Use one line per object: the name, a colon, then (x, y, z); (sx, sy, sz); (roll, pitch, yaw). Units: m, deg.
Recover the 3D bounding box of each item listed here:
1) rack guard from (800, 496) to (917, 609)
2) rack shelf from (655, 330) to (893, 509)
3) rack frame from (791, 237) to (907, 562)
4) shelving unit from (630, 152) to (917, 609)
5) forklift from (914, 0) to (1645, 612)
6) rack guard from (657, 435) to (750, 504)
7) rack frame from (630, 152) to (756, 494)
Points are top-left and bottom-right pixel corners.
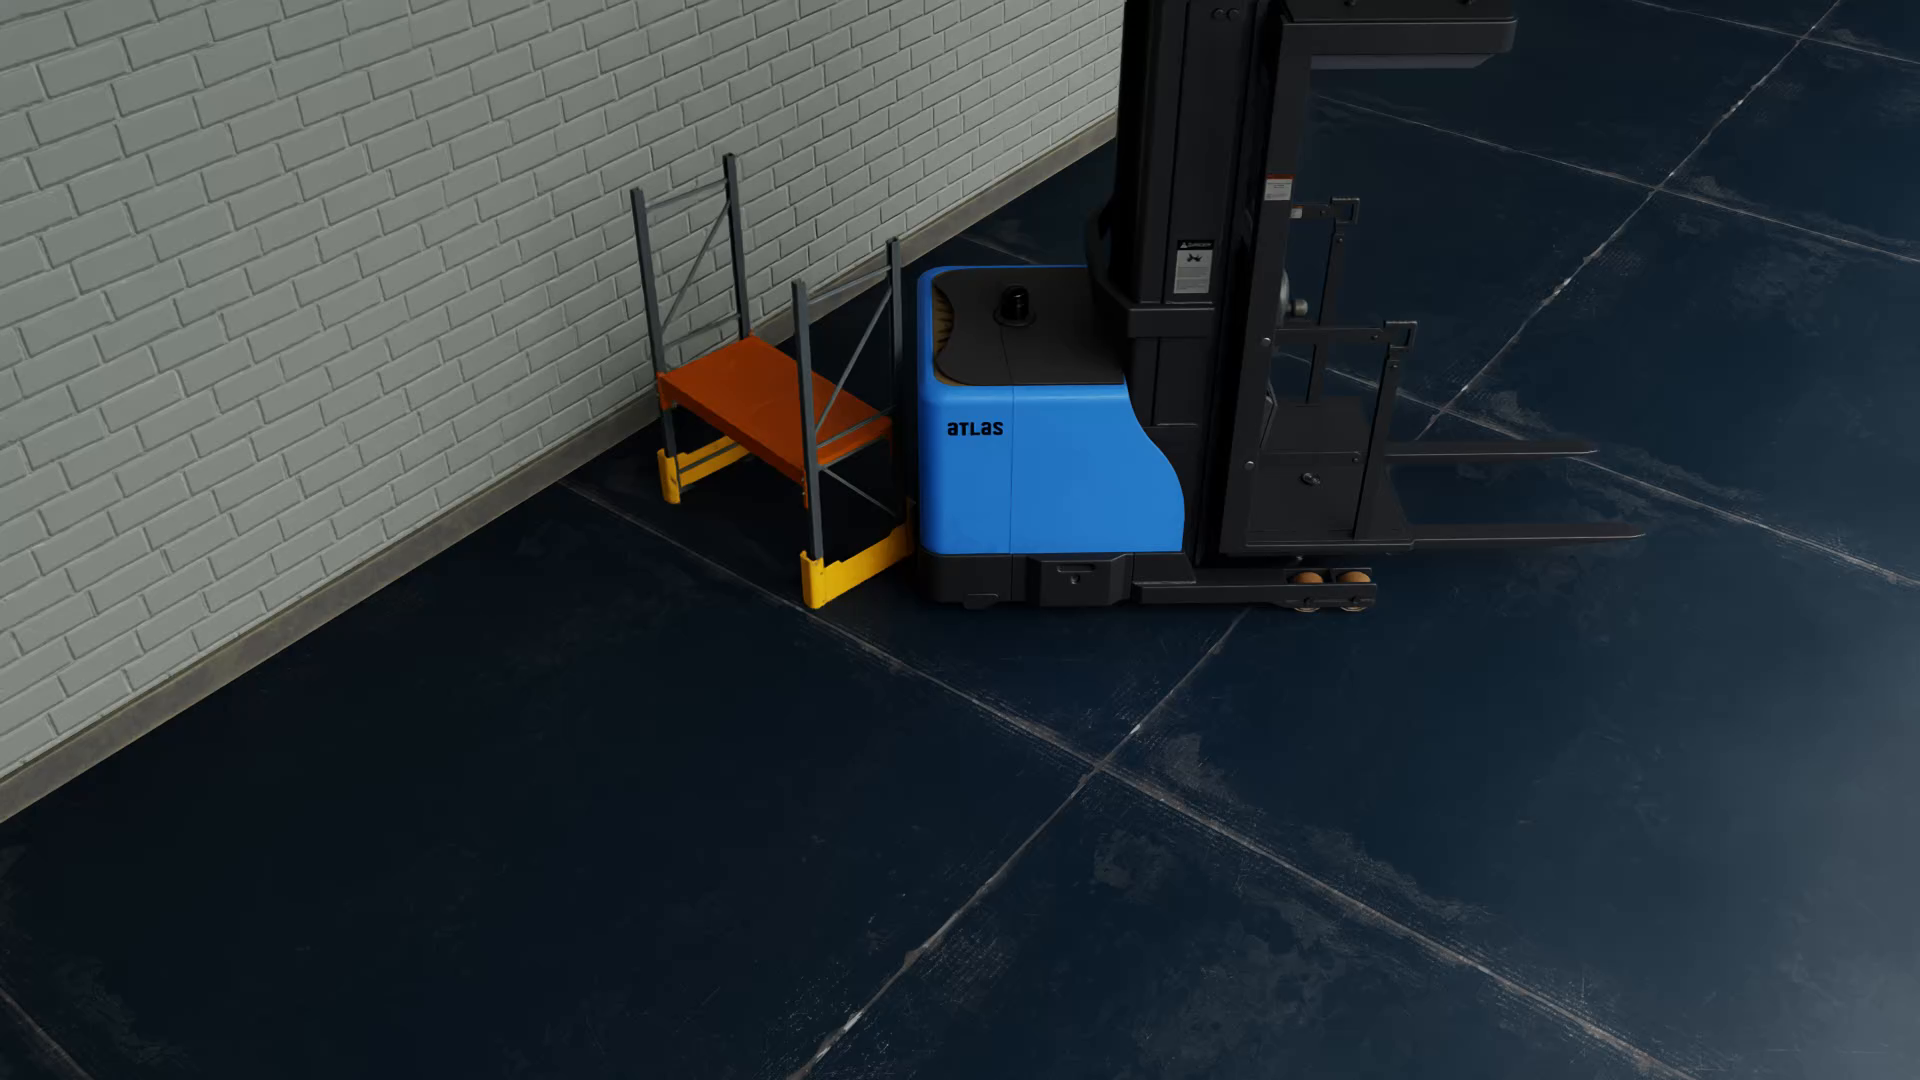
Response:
rack guard: (-0.419, 0.050, 6.984); (0.587, 0.250, 0.087); (-30, 47, -33)
rack shelf: (-0.768, -0.528, 6.999); (0.538, 0.185, 1.000); (-30, 47, -33)
rack frame: (-0.418, -0.442, 6.598); (0.500, 1.500, 0.032); (-30, 47, -33)
shelving unit: (-0.762, -0.665, 6.883); (0.587, 1.500, 1.083); (-30, 47, -33)
forklift: (1.331, -1.184, 6.385); (3.031, 2.935, 1.130); (-1, 38, -1)
rack guard: (-1.104, -0.396, 7.553); (0.587, 0.250, 0.087); (-30, 47, -33)
rack frame: (-1.118, -0.897, 7.179); (0.500, 1.500, 0.032); (-30, 47, -33)
